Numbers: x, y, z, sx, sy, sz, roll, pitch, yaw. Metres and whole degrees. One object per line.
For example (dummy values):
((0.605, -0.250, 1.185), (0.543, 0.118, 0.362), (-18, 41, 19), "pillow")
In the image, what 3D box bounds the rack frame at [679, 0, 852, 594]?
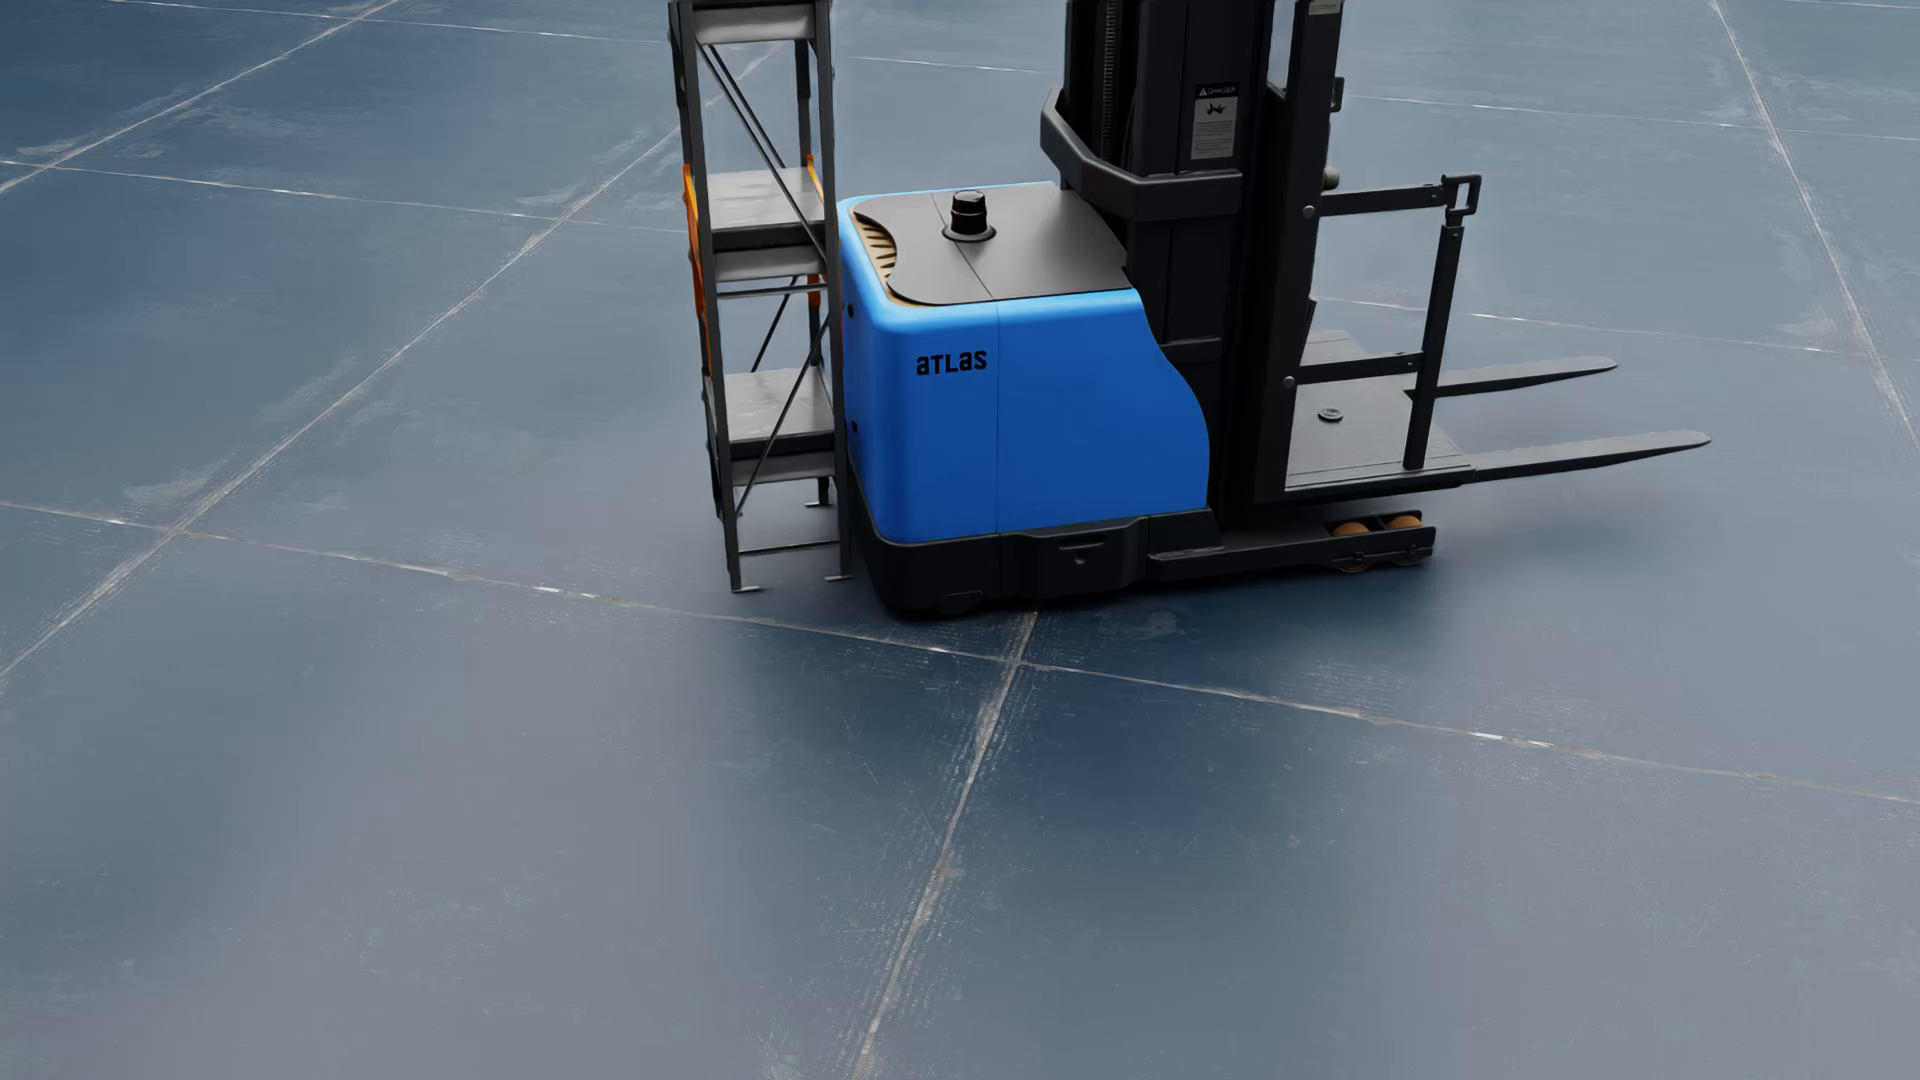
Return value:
((-0.557, -0.735, 4.949), (0.400, 2.100, 0.015), (-7, 33, -11), "rack frame")

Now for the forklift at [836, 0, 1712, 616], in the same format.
((1.117, -1.397, 5.216), (3.031, 2.935, 1.130), (-7, 33, -11), "forklift")

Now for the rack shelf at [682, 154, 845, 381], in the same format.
((-0.611, -0.851, 5.157), (0.431, 0.518, 0.480), (-7, 33, -11), "rack shelf")

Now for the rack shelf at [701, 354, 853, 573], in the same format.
((-0.611, -0.260, 5.532), (0.431, 0.518, 0.480), (-7, 33, -11), "rack shelf")

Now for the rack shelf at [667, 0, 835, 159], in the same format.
((-0.611, -1.442, 4.781), (0.431, 0.518, 0.480), (-7, 33, -11), "rack shelf")

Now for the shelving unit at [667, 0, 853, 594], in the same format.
((-0.611, -0.862, 5.149), (0.431, 2.100, 0.503), (-7, 33, -11), "shelving unit")

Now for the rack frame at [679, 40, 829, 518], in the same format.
((-0.665, -0.990, 5.350), (0.400, 2.100, 0.015), (-7, 33, -11), "rack frame")
